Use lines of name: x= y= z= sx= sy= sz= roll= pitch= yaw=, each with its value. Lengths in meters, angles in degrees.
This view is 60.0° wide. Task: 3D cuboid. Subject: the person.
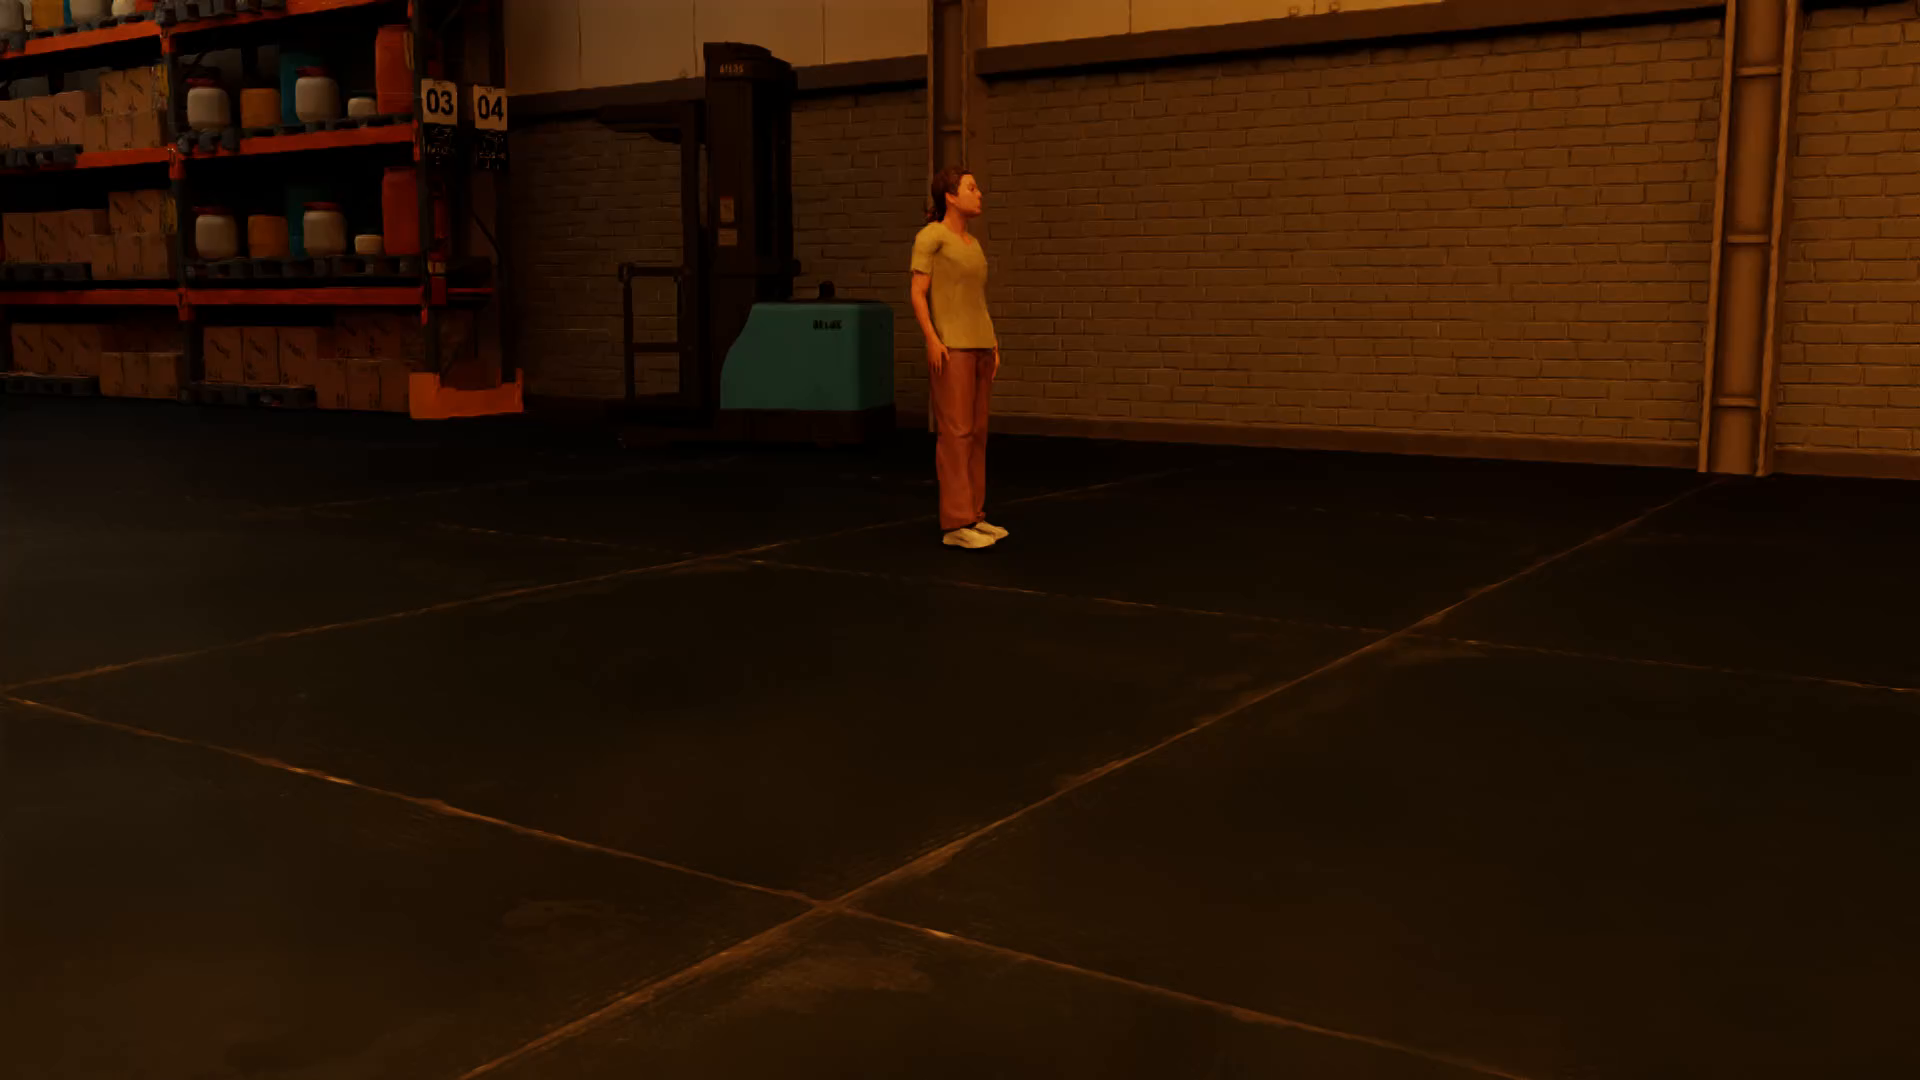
person: x=0.020 y=-0.744 z=7.476 sx=0.395 sy=1.362 sz=0.521 roll=5 pitch=10 yaw=34

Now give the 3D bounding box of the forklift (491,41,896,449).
forklift: x=-2.071 y=-2.192 z=12.606 sx=3.031 sy=2.935 sz=1.130 roll=2 pitch=8 yaw=14
